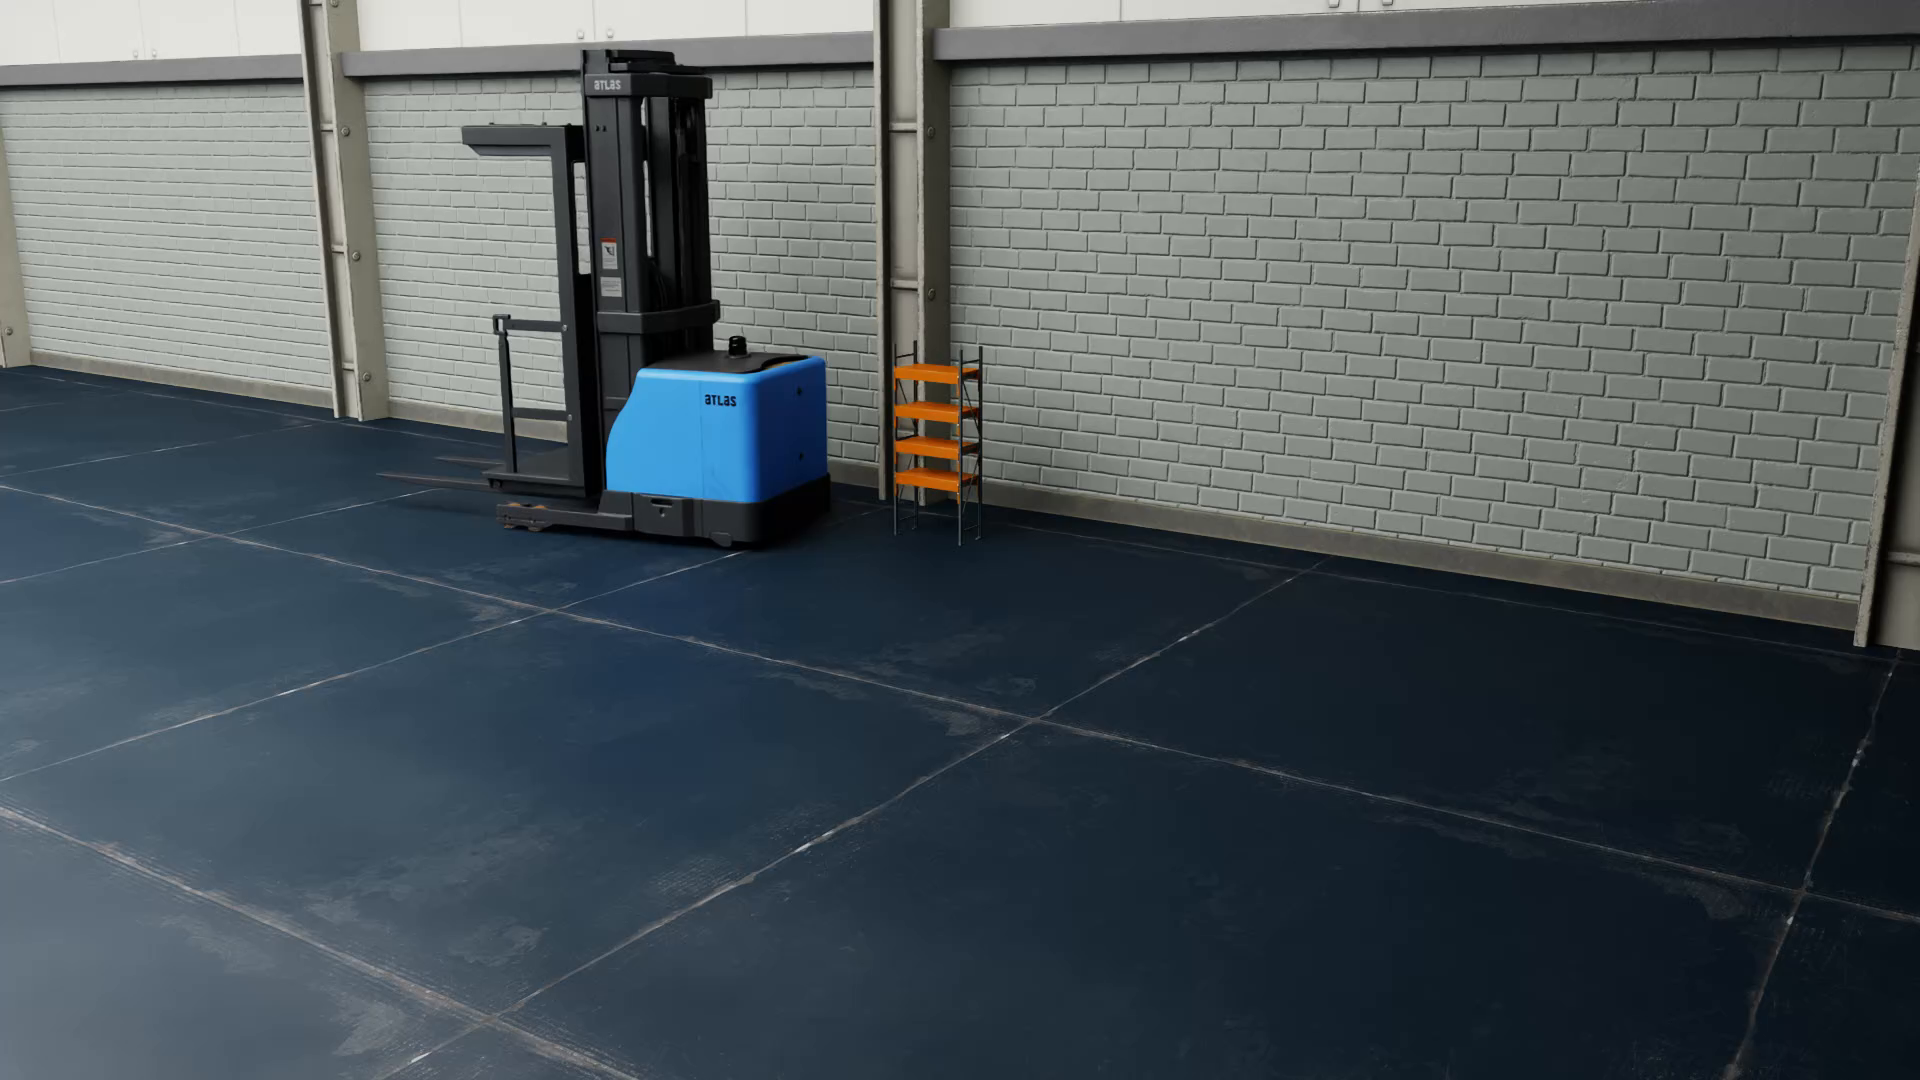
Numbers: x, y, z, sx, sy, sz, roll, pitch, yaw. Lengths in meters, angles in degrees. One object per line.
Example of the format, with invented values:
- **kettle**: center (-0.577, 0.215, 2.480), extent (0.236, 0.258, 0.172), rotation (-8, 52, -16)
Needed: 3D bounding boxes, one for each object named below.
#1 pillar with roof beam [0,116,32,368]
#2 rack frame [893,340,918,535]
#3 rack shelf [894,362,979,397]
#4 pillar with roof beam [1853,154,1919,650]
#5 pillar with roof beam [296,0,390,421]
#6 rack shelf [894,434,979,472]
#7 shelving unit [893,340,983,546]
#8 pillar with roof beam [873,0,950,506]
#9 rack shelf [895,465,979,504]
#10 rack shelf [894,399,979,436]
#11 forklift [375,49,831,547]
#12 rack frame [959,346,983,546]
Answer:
- **pillar with roof beam**: center (-12.672, -5.407, 13.438), extent (0.400, 9.000, 9.100), rotation (9, 17, 33)
- **rack frame**: center (-0.340, -0.637, 10.401), extent (0.015, 1.200, 0.240), rotation (9, 17, 33)
- **rack shelf**: center (-0.137, -0.986, 10.174), extent (0.480, 0.148, 0.258), rotation (9, 17, 33)
- **pillar with roof beam**: center (2.263, -2.993, 3.687), extent (0.400, 9.000, 9.100), rotation (9, 17, 33)
- **pillar with roof beam**: center (-7.694, -4.602, 10.188), extent (0.400, 9.000, 9.100), rotation (9, 17, 33)
- **rack shelf**: center (-0.137, -0.539, 10.285), extent (0.480, 0.148, 0.258), rotation (9, 17, 33)
- **shelving unit**: center (-0.137, -0.605, 10.269), extent (0.503, 1.200, 0.258), rotation (9, 17, 33)
- **pillar with roof beam**: center (-2.715, -3.798, 6.937), extent (0.400, 9.000, 9.100), rotation (9, 17, 33)
- **rack shelf**: center (-0.137, -0.347, 10.333), extent (0.480, 0.148, 0.258), rotation (9, 17, 33)
- **rack shelf**: center (-0.137, -0.756, 10.231), extent (0.480, 0.148, 0.258), rotation (9, 17, 33)
- **forklift**: center (-2.409, -1.585, 10.628), extent (3.031, 2.935, 1.130), rotation (6, 15, 21)
- **rack frame**: center (0.065, -0.572, 10.136), extent (0.015, 1.200, 0.240), rotation (9, 17, 33)
